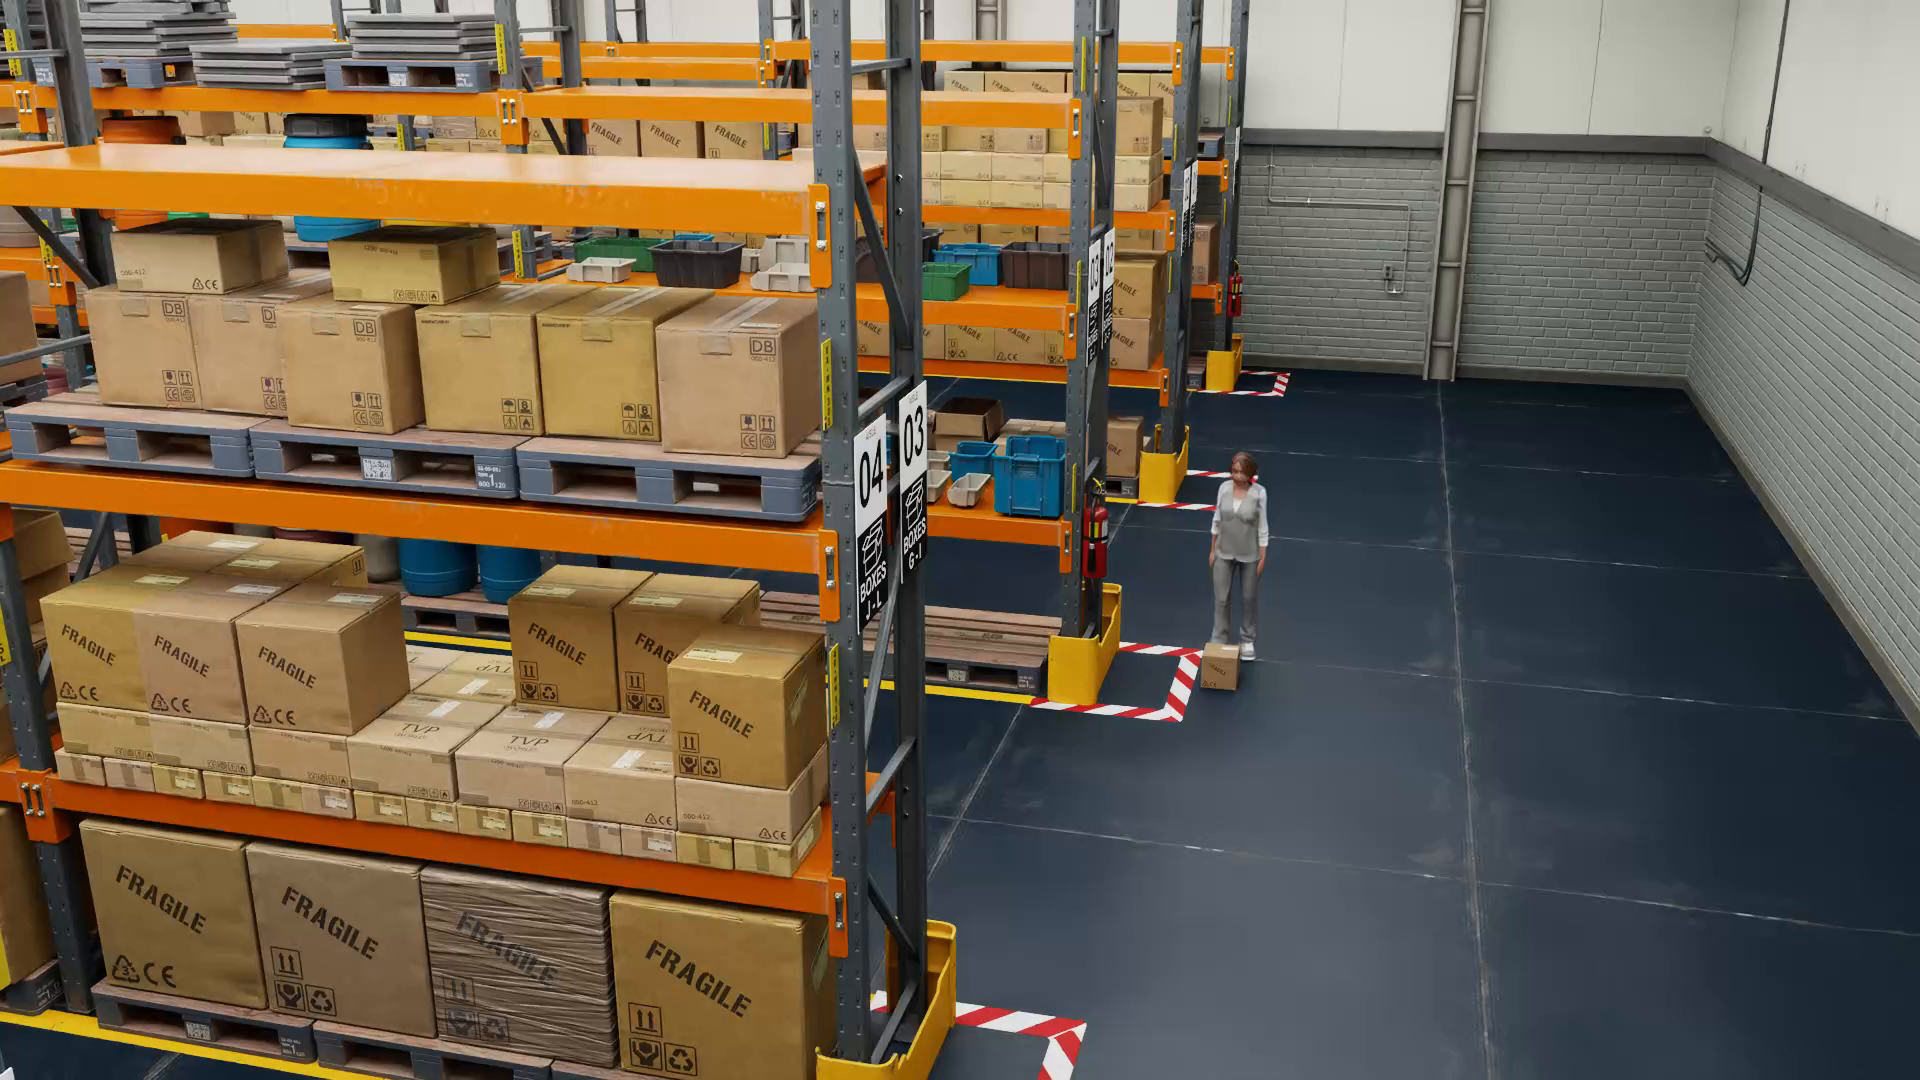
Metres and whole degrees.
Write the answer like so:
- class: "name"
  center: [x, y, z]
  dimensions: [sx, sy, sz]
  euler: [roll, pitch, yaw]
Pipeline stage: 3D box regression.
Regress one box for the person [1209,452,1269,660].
- class: "person"
  center: [2.043, 0.131, 12.242]
  dimensions: [0.432, 1.603, 0.480]
  euler: [7, 20, 20]
